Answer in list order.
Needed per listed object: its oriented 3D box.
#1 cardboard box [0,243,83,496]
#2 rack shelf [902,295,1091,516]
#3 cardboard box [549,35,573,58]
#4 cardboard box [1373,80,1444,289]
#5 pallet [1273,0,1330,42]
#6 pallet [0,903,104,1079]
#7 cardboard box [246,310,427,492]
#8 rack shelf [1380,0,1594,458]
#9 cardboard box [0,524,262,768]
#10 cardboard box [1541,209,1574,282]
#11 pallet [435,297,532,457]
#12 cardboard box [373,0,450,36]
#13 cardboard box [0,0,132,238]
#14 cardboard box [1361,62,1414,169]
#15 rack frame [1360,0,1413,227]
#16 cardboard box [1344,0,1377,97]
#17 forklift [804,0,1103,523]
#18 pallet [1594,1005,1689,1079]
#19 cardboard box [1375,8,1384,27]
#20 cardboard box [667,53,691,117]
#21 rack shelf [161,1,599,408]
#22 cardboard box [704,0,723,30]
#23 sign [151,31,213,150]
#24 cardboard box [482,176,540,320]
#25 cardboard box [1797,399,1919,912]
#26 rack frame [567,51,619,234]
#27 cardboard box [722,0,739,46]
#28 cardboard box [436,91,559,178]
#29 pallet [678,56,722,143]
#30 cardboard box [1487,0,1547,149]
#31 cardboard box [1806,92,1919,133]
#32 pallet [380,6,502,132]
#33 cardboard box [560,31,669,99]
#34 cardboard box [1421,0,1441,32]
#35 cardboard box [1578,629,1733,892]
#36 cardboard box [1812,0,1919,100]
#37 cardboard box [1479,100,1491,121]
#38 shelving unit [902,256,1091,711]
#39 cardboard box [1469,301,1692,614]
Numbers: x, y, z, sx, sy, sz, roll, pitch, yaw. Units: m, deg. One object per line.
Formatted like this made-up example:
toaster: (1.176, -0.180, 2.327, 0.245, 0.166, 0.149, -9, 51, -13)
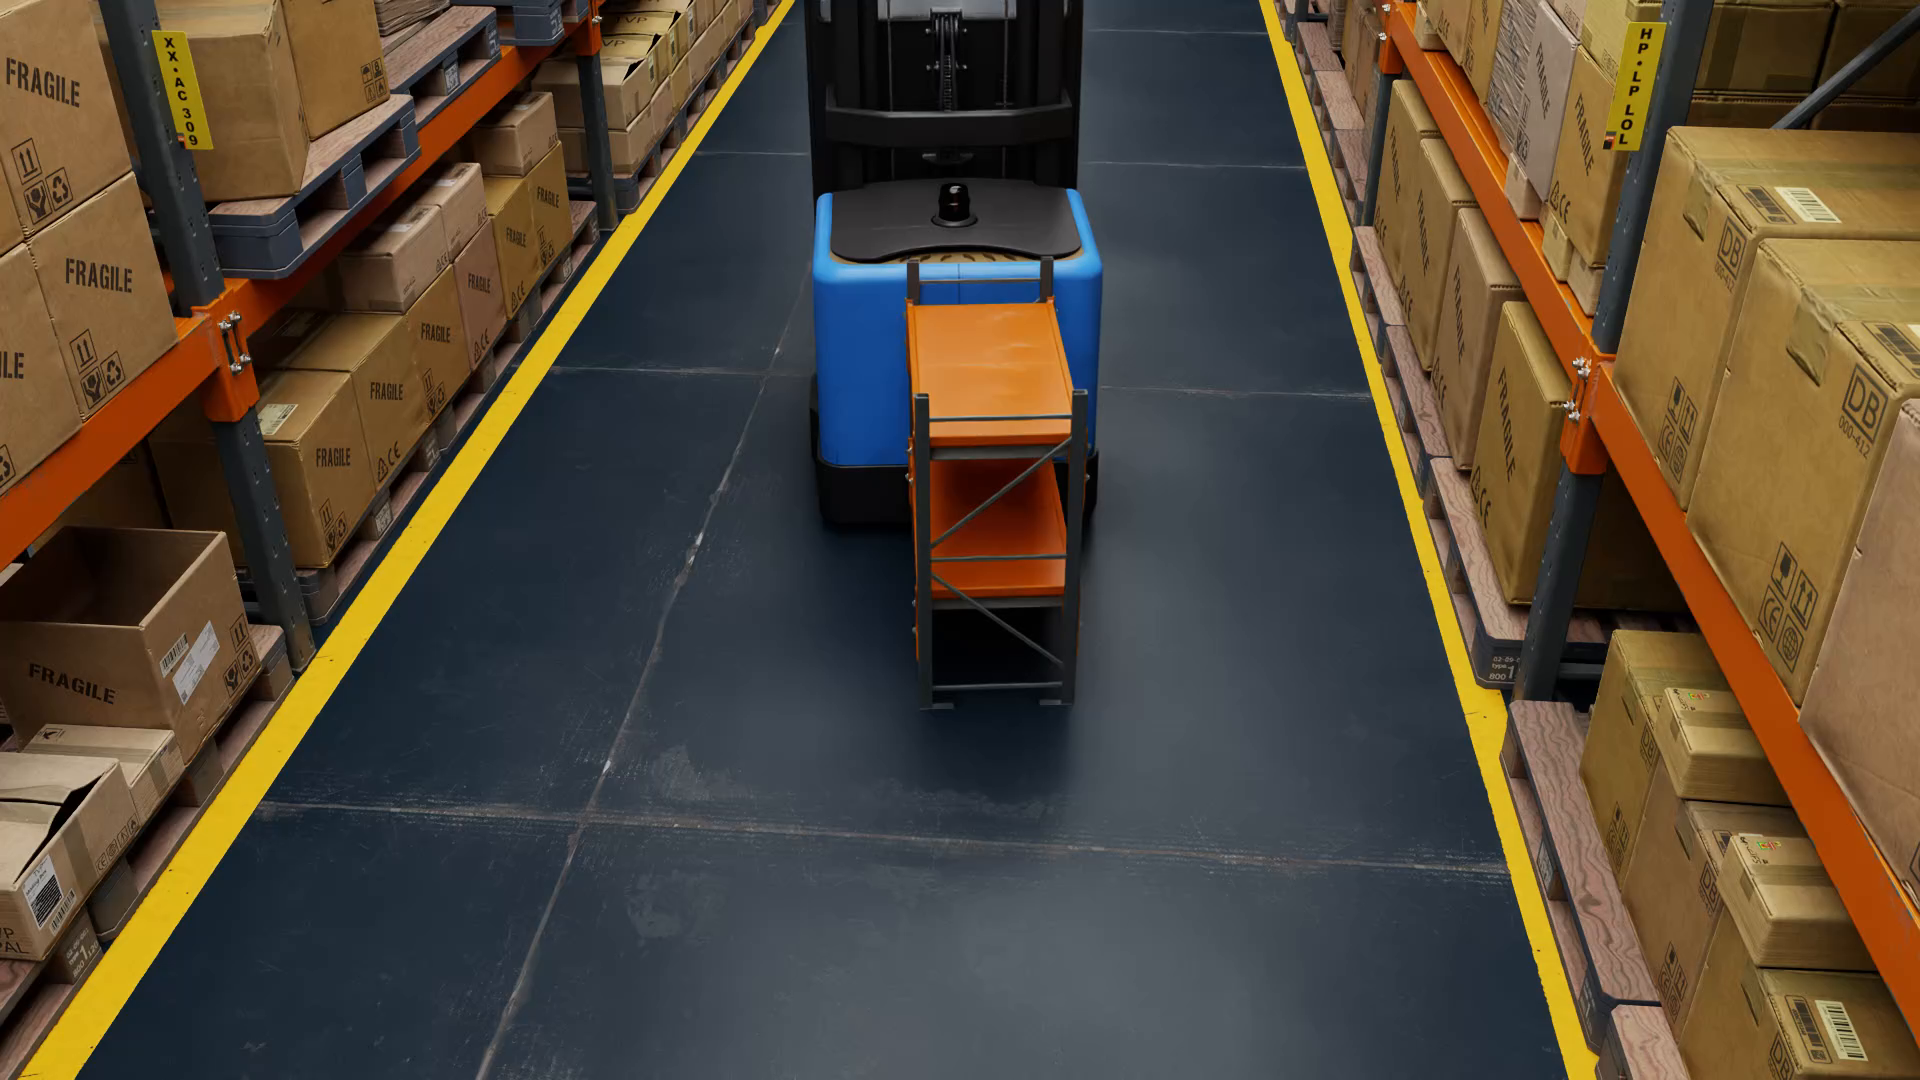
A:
cardboard box: (-2.504, -0.384, 3.918, 0.500, 0.500, 0.500, 3, 32, 5)
rack shelf: (0.094, -0.458, 5.363, 0.538, 0.278, 1.000, -1, 32, -2)
cardboard box: (-2.520, -2.778, 9.585, 0.500, 0.311, 0.500, 2, 32, 3)
cardboard box: (2.394, -1.650, 7.717, 0.750, 0.750, 0.750, 2, 32, 3)
pallet: (2.930, -4.022, 12.575, 1.003, 0.211, 1.213, 2, 32, 4)
pallet: (-2.832, 1.303, 3.935, 1.003, 0.211, 1.213, 2, 32, 4)
cardboard box: (-2.364, -0.528, 6.211, 0.500, 0.500, 0.500, 3, 32, 5)
rack shelf: (2.422, -1.413, 6.369, 1.077, 0.370, 4.000, 2, 32, 4)
cardboard box: (-2.442, 0.304, 4.861, 0.500, 0.500, 0.500, 2, 32, 4)
cardboard box: (2.001, -0.897, 5.066, 0.380, 0.149, 0.250, 3, 32, 5)
pallet: (-2.553, -0.762, 7.286, 1.003, 0.211, 1.213, 2, 32, 4)
cardboard box: (-2.556, -2.392, 6.776, 0.700, 0.500, 0.500, 8, 33, 13)
cardboard box: (-2.462, -1.076, 4.088, 0.500, 0.500, 0.500, 3, 32, 4)
cardboard box: (2.591, -2.267, 9.032, 0.700, 0.500, 0.500, 3, 32, 5)
rack frame: (2.585, -2.765, 7.878, 1.000, 3.000, 0.127, 2, 32, 4)
cardboard box: (2.793, -3.057, 10.314, 0.700, 0.500, 0.500, 3, 32, 5)
forklift: (-0.076, -2.052, 6.786, 1.130, 2.935, 3.031, -1, 32, -2)
pallet: (2.023, 1.548, 3.537, 1.003, 0.211, 1.213, 2, 32, 4)
cardboard box: (2.737, -3.151, 9.752, 0.500, 0.250, 0.500, 2, 32, 4)
cardboard box: (-1.941, -2.779, 10.121, 0.500, 0.250, 0.500, 2, 32, 3)
rack shelf: (-2.516, -1.623, 6.709, 1.077, 0.370, 4.000, 2, 32, 4)
cardboard box: (-1.853, -3.556, 10.847, 0.500, 0.311, 0.500, 2, 32, 4)
sign: (-2.137, -1.232, 4.566, 0.100, 0.325, 0.005, 2, 32, 4)
cardboard box: (-2.237, -1.328, 7.509, 0.500, 0.500, 0.500, 1, 32, 2)
cardboard box: (2.084, 0.244, 2.709, 0.980, 0.700, 0.700, 1, 32, 2)
rack frame: (-2.353, -2.975, 8.218, 1.000, 3.000, 0.127, 2, 32, 4)
cardboard box: (-1.815, -3.581, 11.422, 0.500, 0.250, 0.500, 2, 32, 3)
cardboard box: (-2.195, -1.888, 7.703, 0.500, 0.250, 0.500, 4, 32, 6)
pallet: (-2.145, -2.853, 10.677, 1.003, 0.211, 1.213, 2, 32, 4)
cardboard box: (2.127, -1.633, 5.642, 0.500, 0.500, 0.500, 3, 32, 4)
cardboard box: (2.548, -1.081, 4.747, 0.500, 0.500, 0.500, 1, 32, 2)
pallet: (-2.506, -1.876, 6.618, 1.003, 0.211, 1.213, 2, 32, 4)
cardboard box: (-1.983, -2.758, 9.552, 0.500, 0.311, 0.500, 2, 32, 3)
cardboard box: (2.238, -2.426, 6.930, 0.500, 0.500, 0.500, 3, 32, 6)
cardboard box: (2.096, 0.599, 4.402, 0.700, 0.500, 0.500, 3, 32, 5)
cardboard box: (2.556, -1.400, 4.550, 0.500, 0.250, 0.500, 3, 32, 6)
cardboard box: (2.213, -1.702, 6.373, 0.380, 0.149, 0.250, 3, 32, 4)
shelving unit: (0.094, -0.209, 5.517, 0.538, 1.125, 1.048, -1, 32, -2)
cardboard box: (2.182, -0.282, 5.498, 0.750, 0.750, 0.750, 3, 32, 5)
